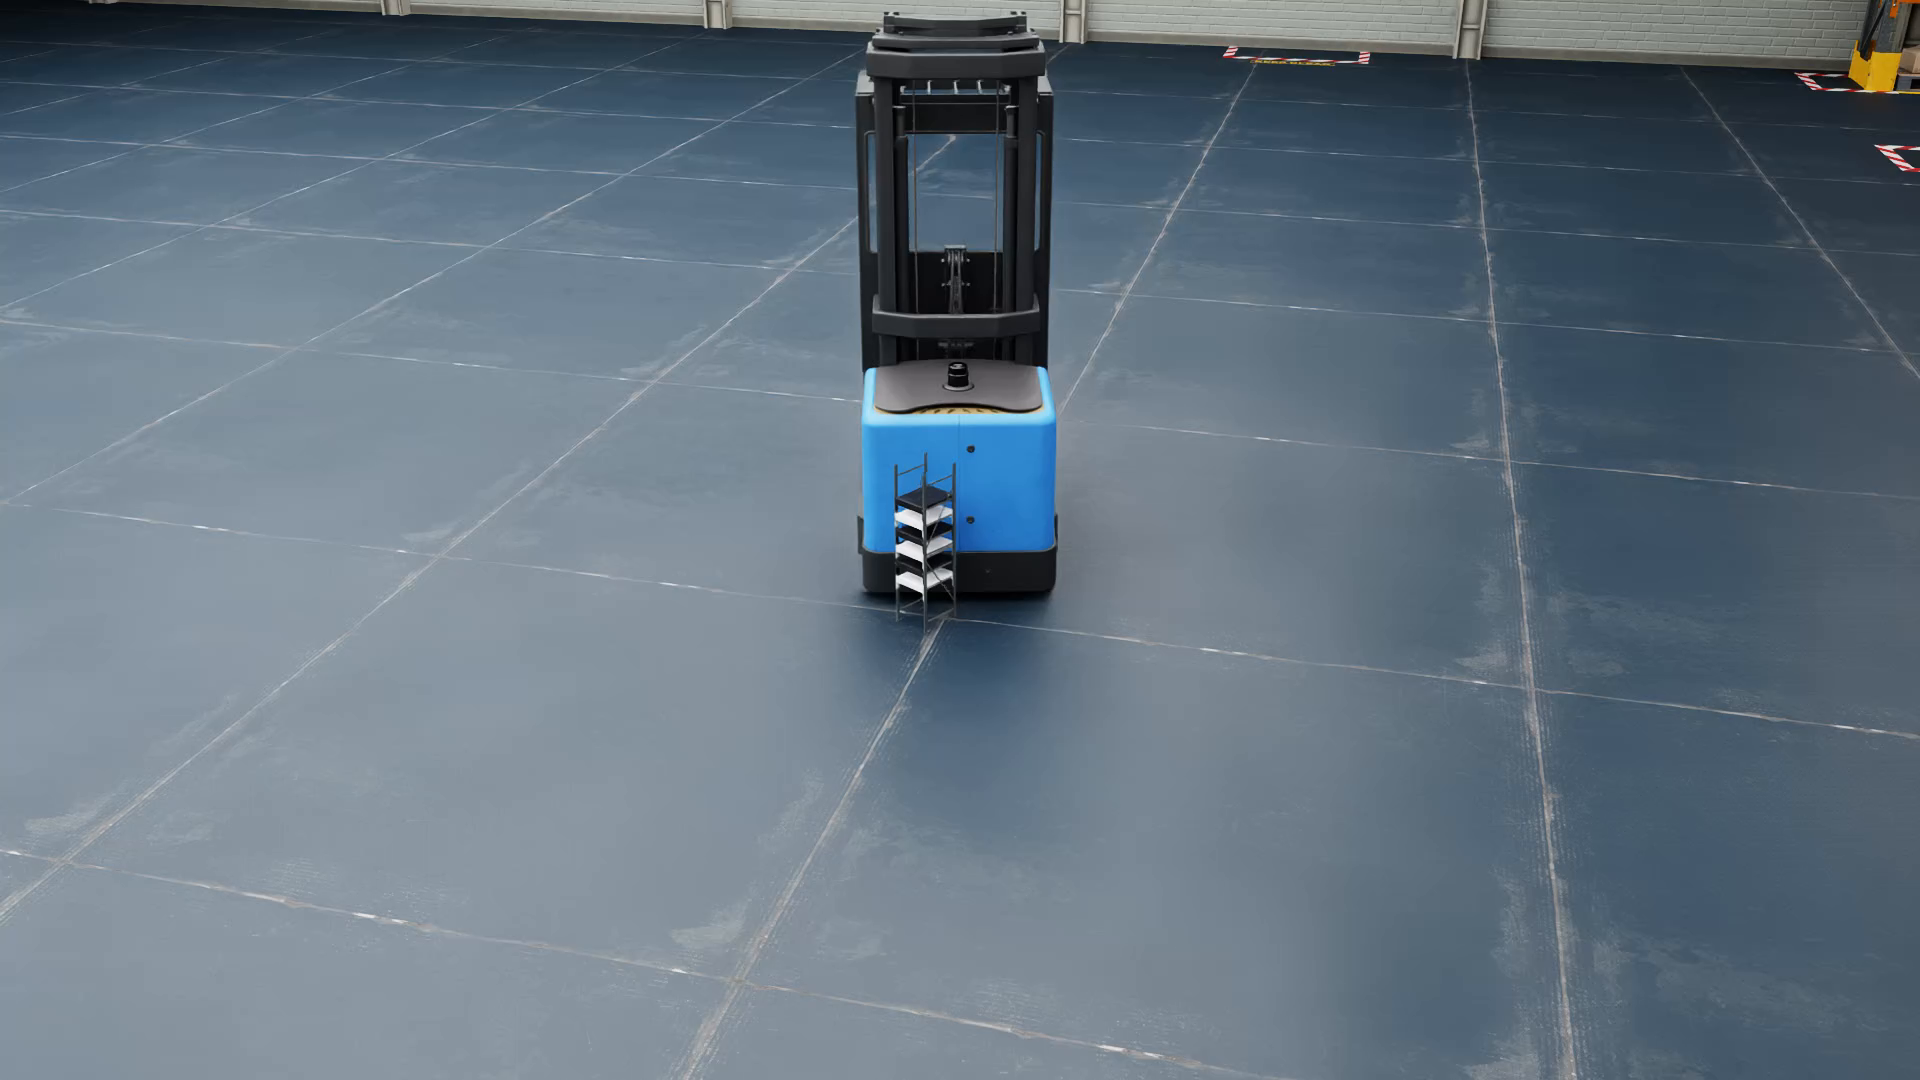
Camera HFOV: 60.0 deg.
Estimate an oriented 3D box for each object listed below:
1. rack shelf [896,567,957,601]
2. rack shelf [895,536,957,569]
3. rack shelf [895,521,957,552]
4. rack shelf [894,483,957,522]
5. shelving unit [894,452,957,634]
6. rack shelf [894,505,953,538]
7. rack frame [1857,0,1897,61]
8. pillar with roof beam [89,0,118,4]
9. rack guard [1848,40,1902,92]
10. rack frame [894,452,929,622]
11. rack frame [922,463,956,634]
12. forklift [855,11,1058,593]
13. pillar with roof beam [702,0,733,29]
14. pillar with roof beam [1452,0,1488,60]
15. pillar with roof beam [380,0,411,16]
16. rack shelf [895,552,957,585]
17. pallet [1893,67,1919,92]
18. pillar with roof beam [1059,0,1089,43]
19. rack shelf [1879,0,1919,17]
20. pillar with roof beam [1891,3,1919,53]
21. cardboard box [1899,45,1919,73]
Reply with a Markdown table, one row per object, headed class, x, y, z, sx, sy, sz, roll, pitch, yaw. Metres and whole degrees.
| class | x | y | z | sx | sy | sz | roll | pitch | yaw |
| --- | --- | --- | --- | --- | --- | --- | --- | --- | --- |
| rack shelf | -0.178 | 0.212 | 8.755 | 0.200 | 0.077 | 0.258 | 22 | 33 | 38 |
| rack shelf | -0.178 | 0.049 | 8.677 | 0.200 | 0.077 | 0.258 | 22 | 33 | 38 |
| rack shelf | -0.178 | -0.032 | 8.638 | 0.200 | 0.077 | 0.258 | 22 | 33 | 38 |
| rack shelf | -0.178 | -0.195 | 8.561 | 0.200 | 0.077 | 0.258 | 22 | 33 | 38 |
| shelving unit | -0.178 | 0.019 | 8.663 | 0.210 | 0.900 | 0.258 | 22 | 33 | 38 |
| rack shelf | -0.178 | -0.113 | 8.600 | 0.200 | 0.077 | 0.258 | 22 | 33 | 38 |
| rack frame | 12.524 | -7.679 | 22.389 | 0.127 | 3.000 | 1.000 | 6 | 26 | 13 |
| pillar with roof beam | -16.710 | -12.092 | 24.680 | 0.400 | 9.000 | 9.100 | 6 | 26 | 13 |
| rack guard | 12.597 | -6.542 | 22.909 | 0.348 | 0.500 | 1.175 | 6 | 26 | 13 |
| rack frame | -0.252 | -0.011 | 8.726 | 0.006 | 0.900 | 0.240 | 22 | 33 | 38 |
| rack frame | -0.104 | 0.049 | 8.600 | 0.006 | 0.900 | 0.240 | 22 | 33 | 38 |
| forklift | -0.037 | -1.627 | 9.758 | 1.130 | 2.935 | 3.031 | -1 | 25 | -1 |
| pillar with roof beam | -5.088 | -10.807 | 21.982 | 0.400 | 9.000 | 9.100 | 6 | 26 | 13 |
| pillar with roof beam | 6.534 | -9.523 | 19.283 | 0.400 | 9.000 | 9.100 | 6 | 26 | 13 |
| pillar with roof beam | -10.899 | -11.450 | 23.331 | 0.400 | 9.000 | 9.100 | 6 | 26 | 13 |
| rack shelf | -0.178 | 0.131 | 8.716 | 0.200 | 0.077 | 0.258 | 22 | 33 | 38 |
| pallet | 13.375 | -6.310 | 22.758 | 1.213 | 0.211 | 1.003 | 6 | 26 | 13 |
| pillar with roof beam | 0.723 | -10.165 | 20.633 | 0.400 | 9.000 | 9.100 | 6 | 26 | 13 |
| rack shelf | 14.461 | -7.140 | 22.094 | 4.000 | 0.370 | 1.077 | 6 | 26 | 13 |
| pillar with roof beam | 12.345 | -8.880 | 17.934 | 0.400 | 9.000 | 9.100 | 6 | 26 | 13 |
| cardboard box | 13.172 | -6.552 | 22.638 | 0.500 | 0.311 | 0.500 | 3 | 26 | 7 |
